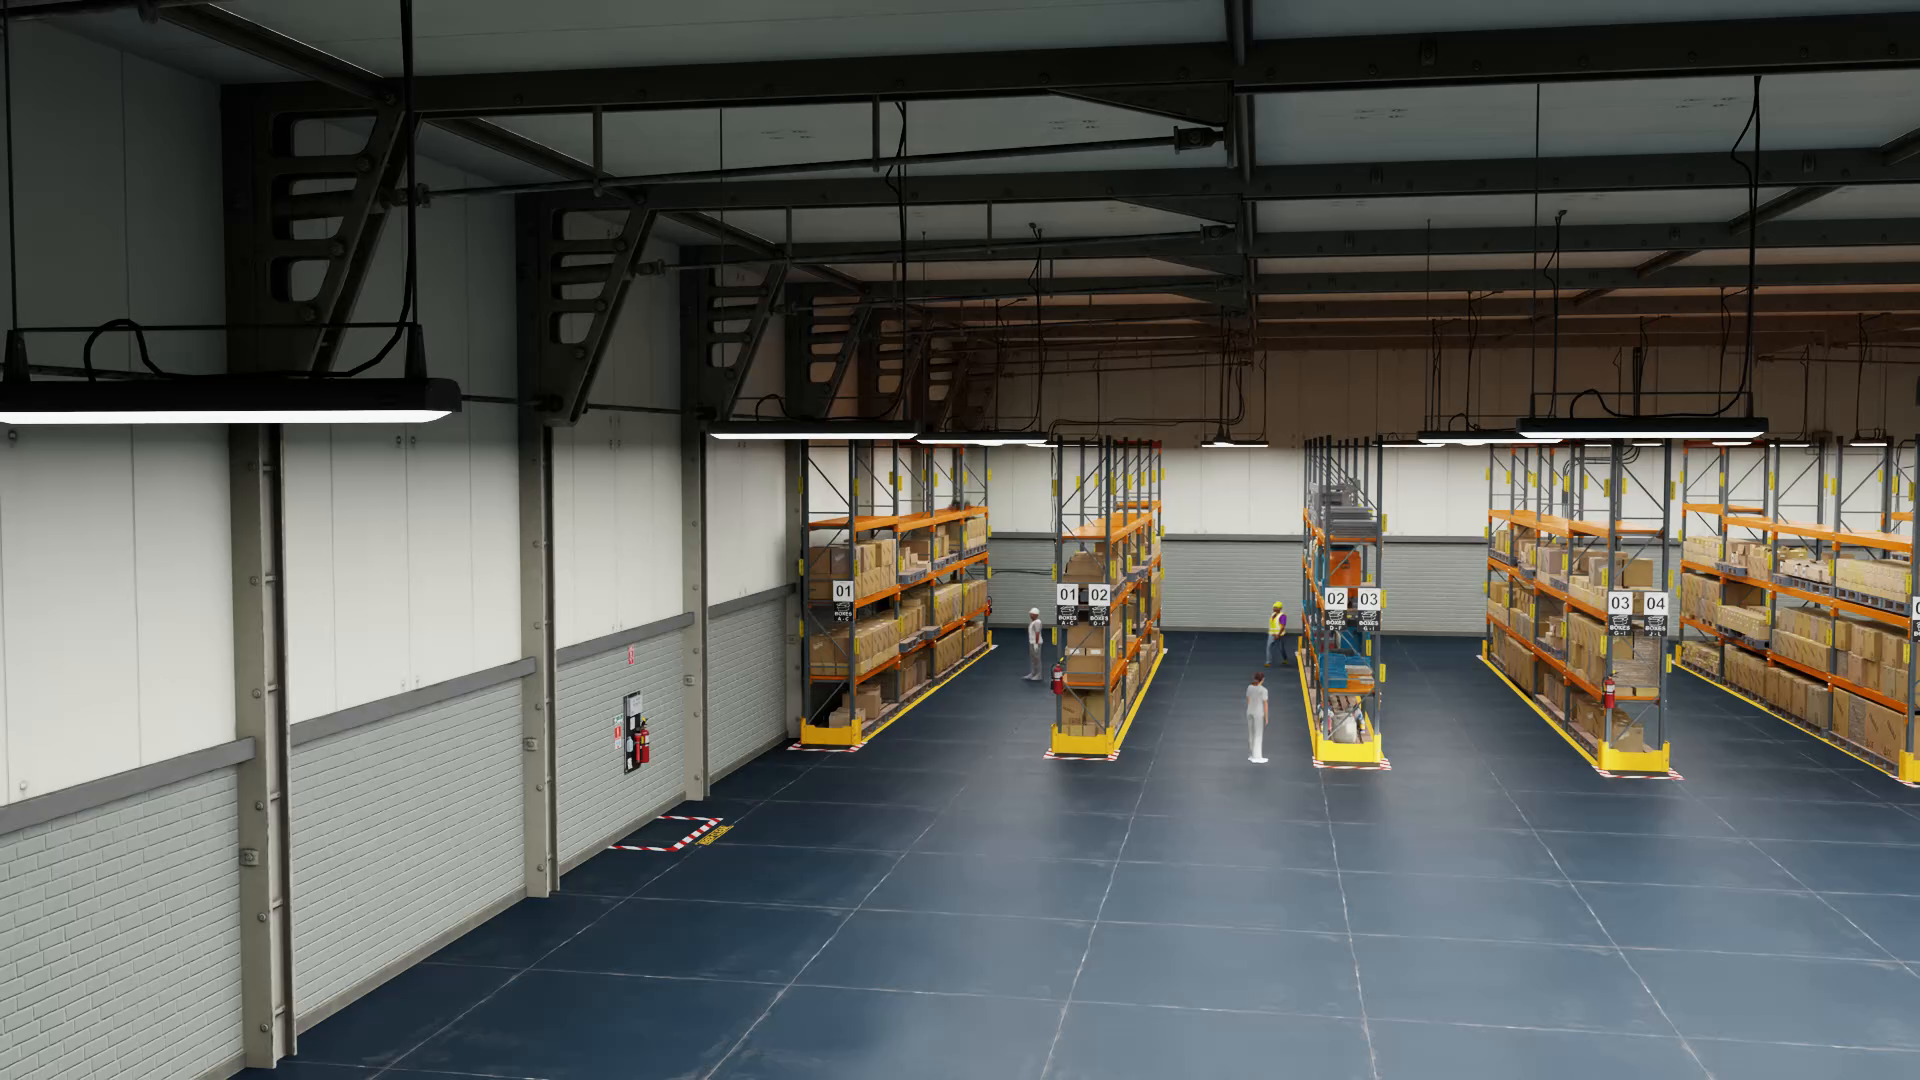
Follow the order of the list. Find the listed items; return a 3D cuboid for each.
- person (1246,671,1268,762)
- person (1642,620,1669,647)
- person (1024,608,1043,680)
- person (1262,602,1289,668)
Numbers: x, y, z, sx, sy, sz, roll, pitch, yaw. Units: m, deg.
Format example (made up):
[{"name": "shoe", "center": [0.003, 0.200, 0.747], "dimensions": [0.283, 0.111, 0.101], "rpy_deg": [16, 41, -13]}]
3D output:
[{"name": "person", "center": [5.476, 3.237, 30.492], "dimensions": [0.384, 1.688, 0.470], "rpy_deg": [-2, 4, -39]}, {"name": "person", "center": [19.625, 2.282, 47.272], "dimensions": [1.031, 1.752, 0.562], "rpy_deg": [0, 3, 5]}, {"name": "person", "center": [1.827, 2.585, 41.377], "dimensions": [0.440, 1.797, 0.572], "rpy_deg": [0, 3, -6]}, {"name": "person", "center": [8.366, 2.500, 43.849], "dimensions": [0.531, 1.727, 1.035], "rpy_deg": [2, 4, 35]}]
